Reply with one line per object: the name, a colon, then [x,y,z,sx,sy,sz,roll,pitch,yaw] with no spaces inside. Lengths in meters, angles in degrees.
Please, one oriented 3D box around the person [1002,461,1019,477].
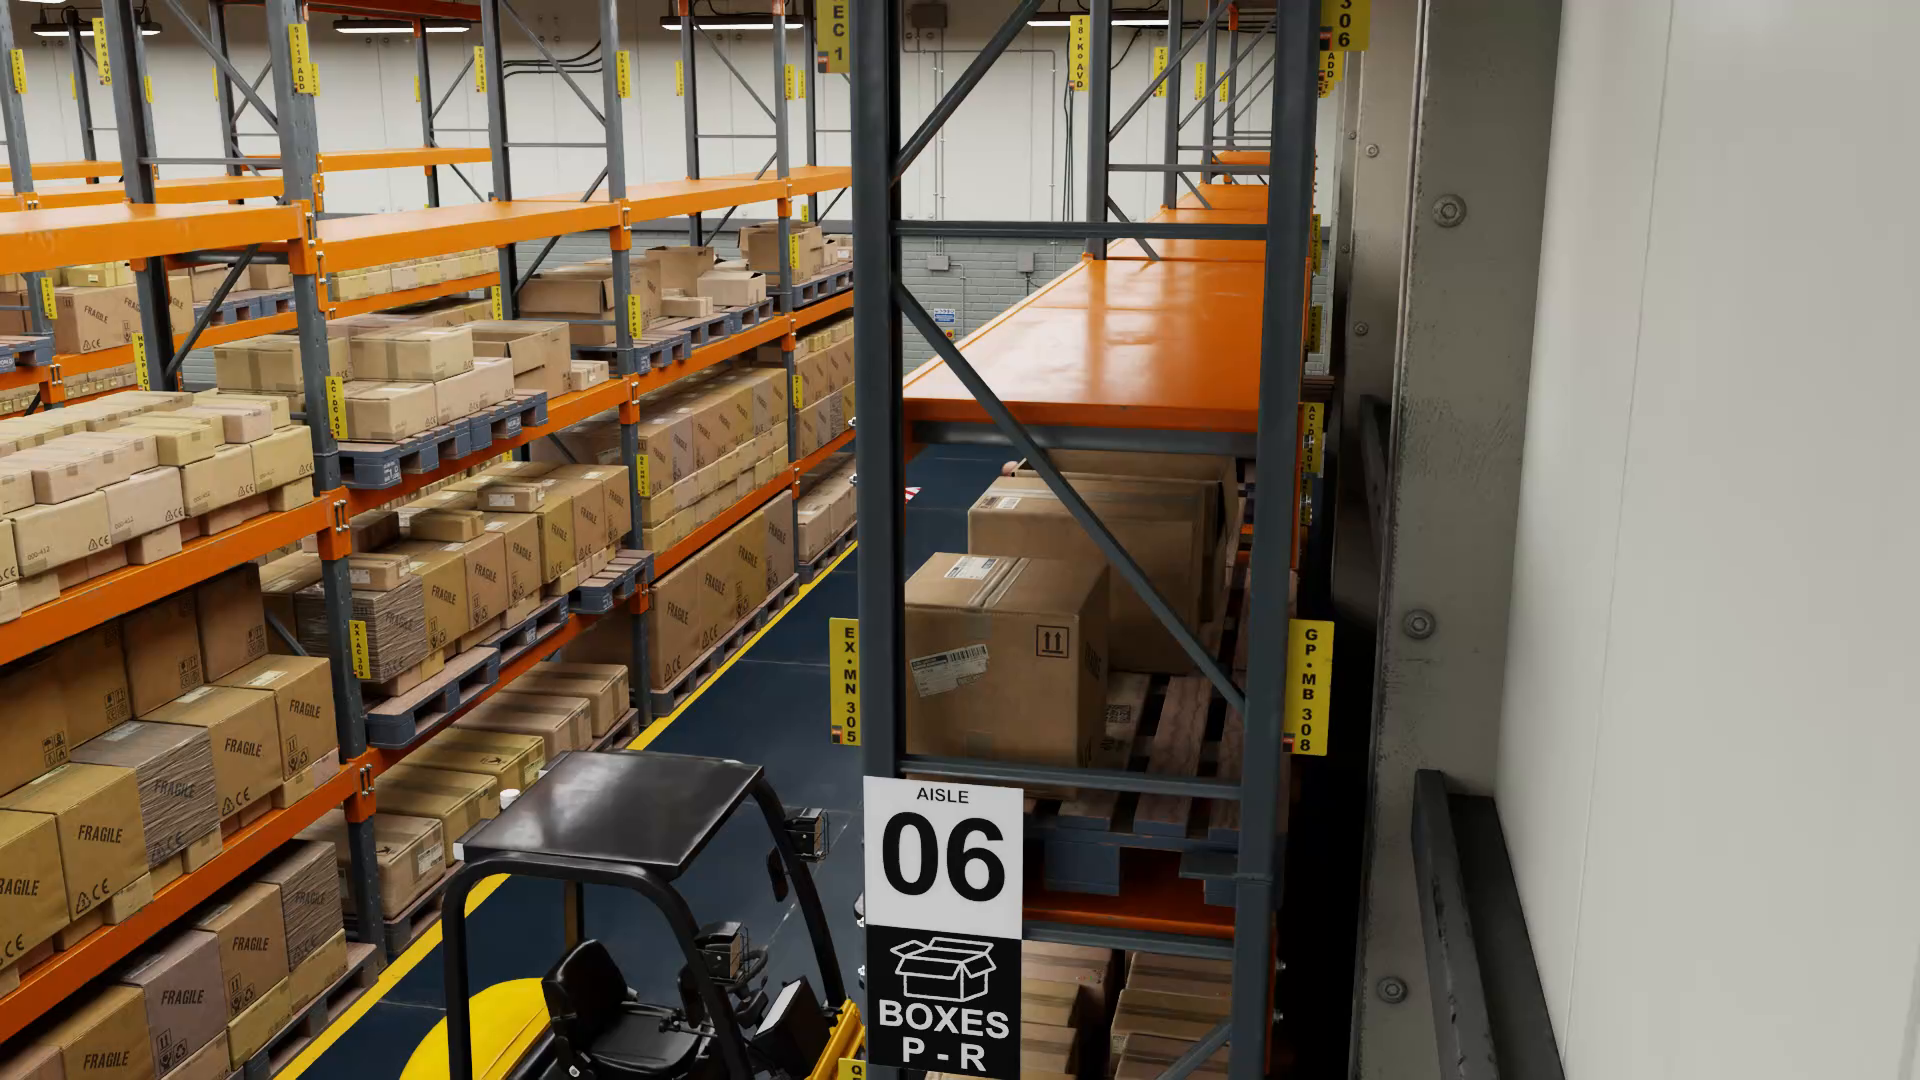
person: [0.402,0.135,15.034,0.423,1.722,0.568,2,15,9]
